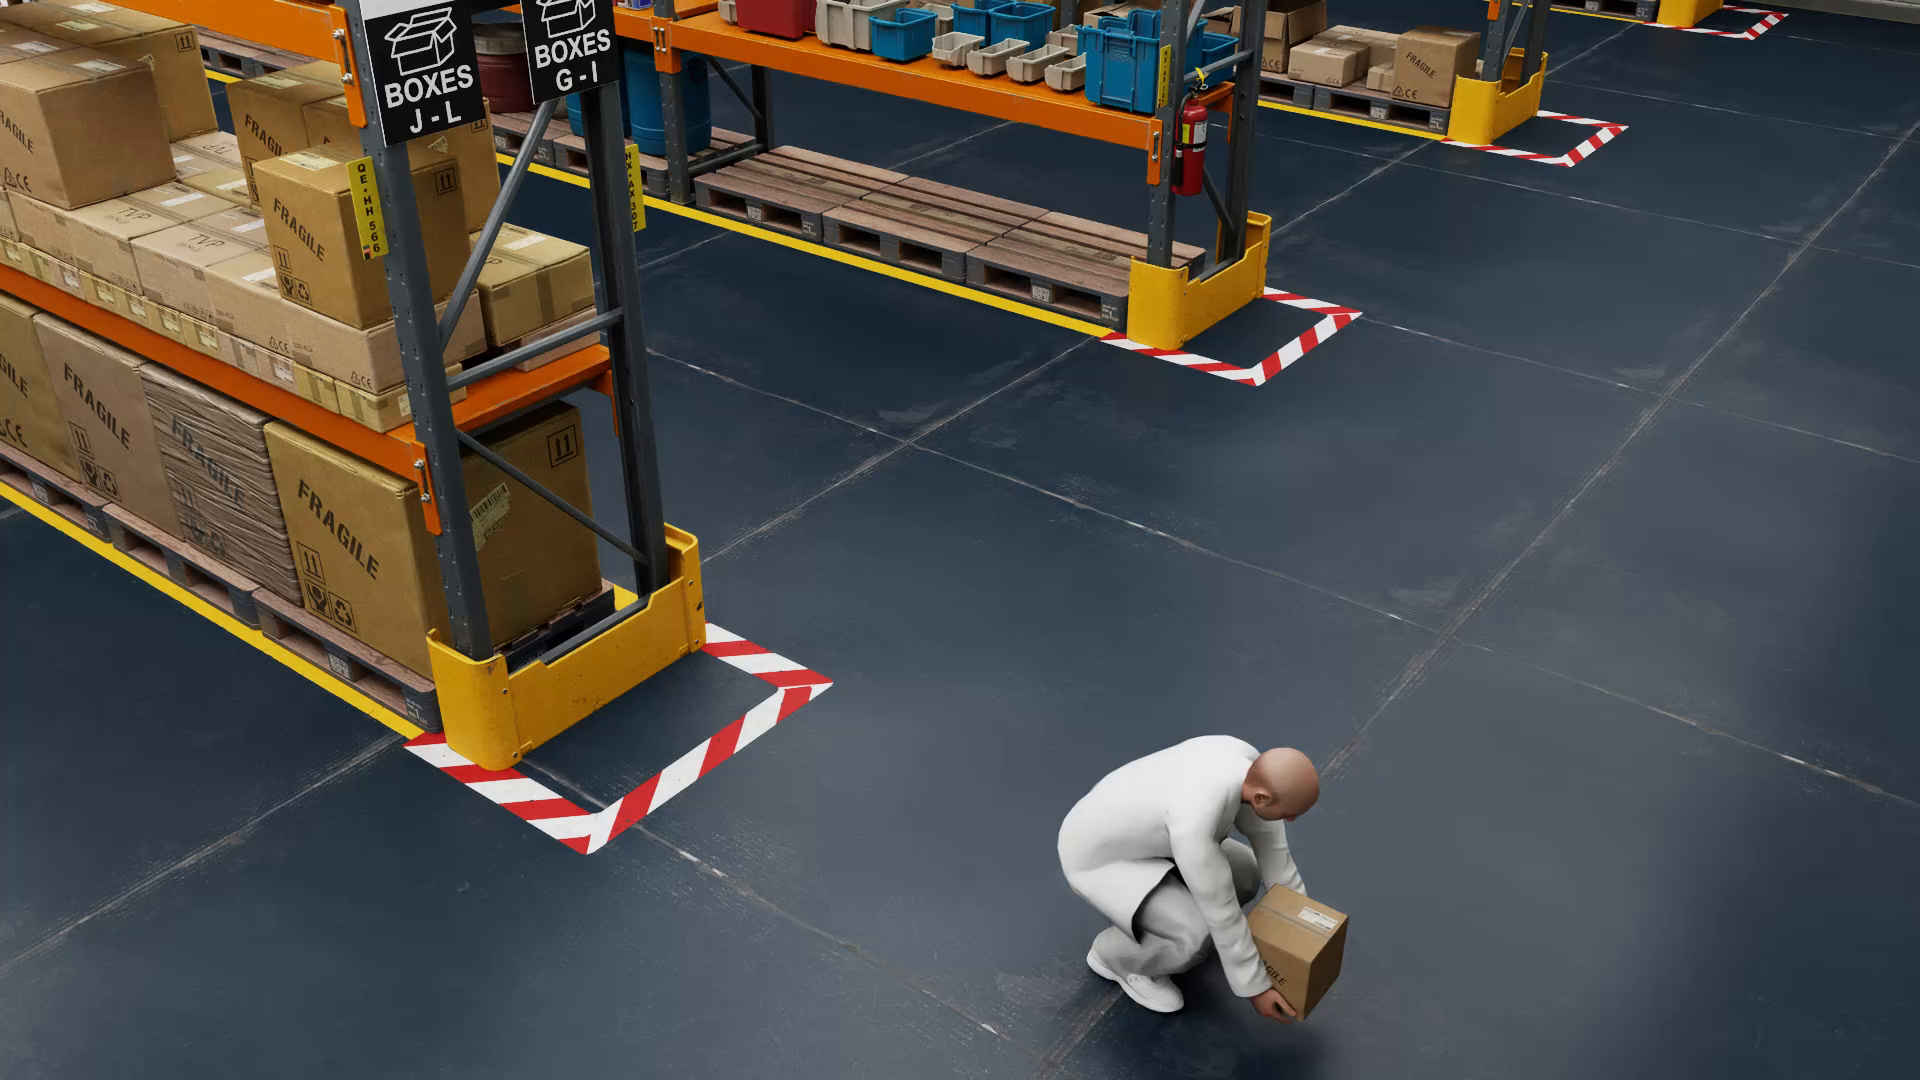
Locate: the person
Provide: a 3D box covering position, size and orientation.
[{"bbox_3d":[0.735,1.013,5.209,0.915,0.991,0.580,20,36,31],"label":"person"}]
